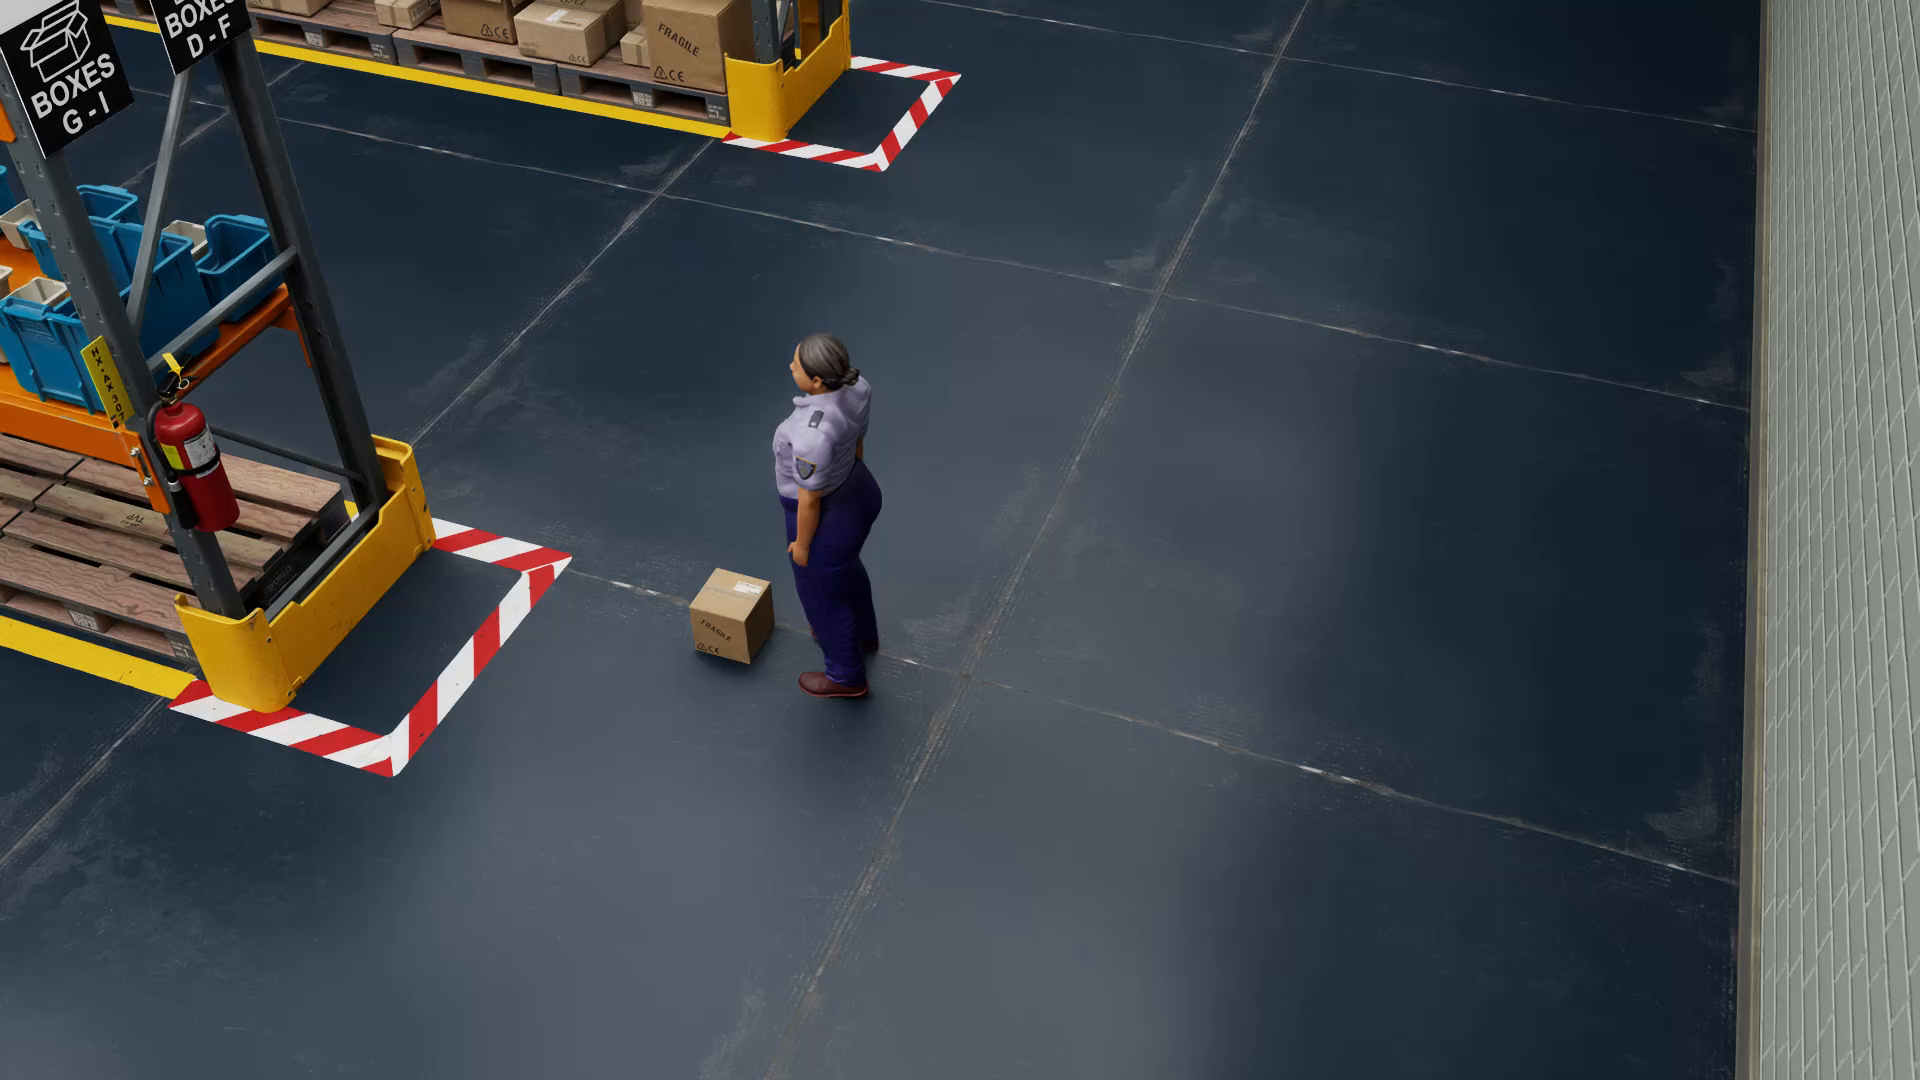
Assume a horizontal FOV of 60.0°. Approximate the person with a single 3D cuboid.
[{"bbox_3d":[-0.506,-0.089,6.285,0.359,1.654,0.465,15,44,16],"label":"person"}]
